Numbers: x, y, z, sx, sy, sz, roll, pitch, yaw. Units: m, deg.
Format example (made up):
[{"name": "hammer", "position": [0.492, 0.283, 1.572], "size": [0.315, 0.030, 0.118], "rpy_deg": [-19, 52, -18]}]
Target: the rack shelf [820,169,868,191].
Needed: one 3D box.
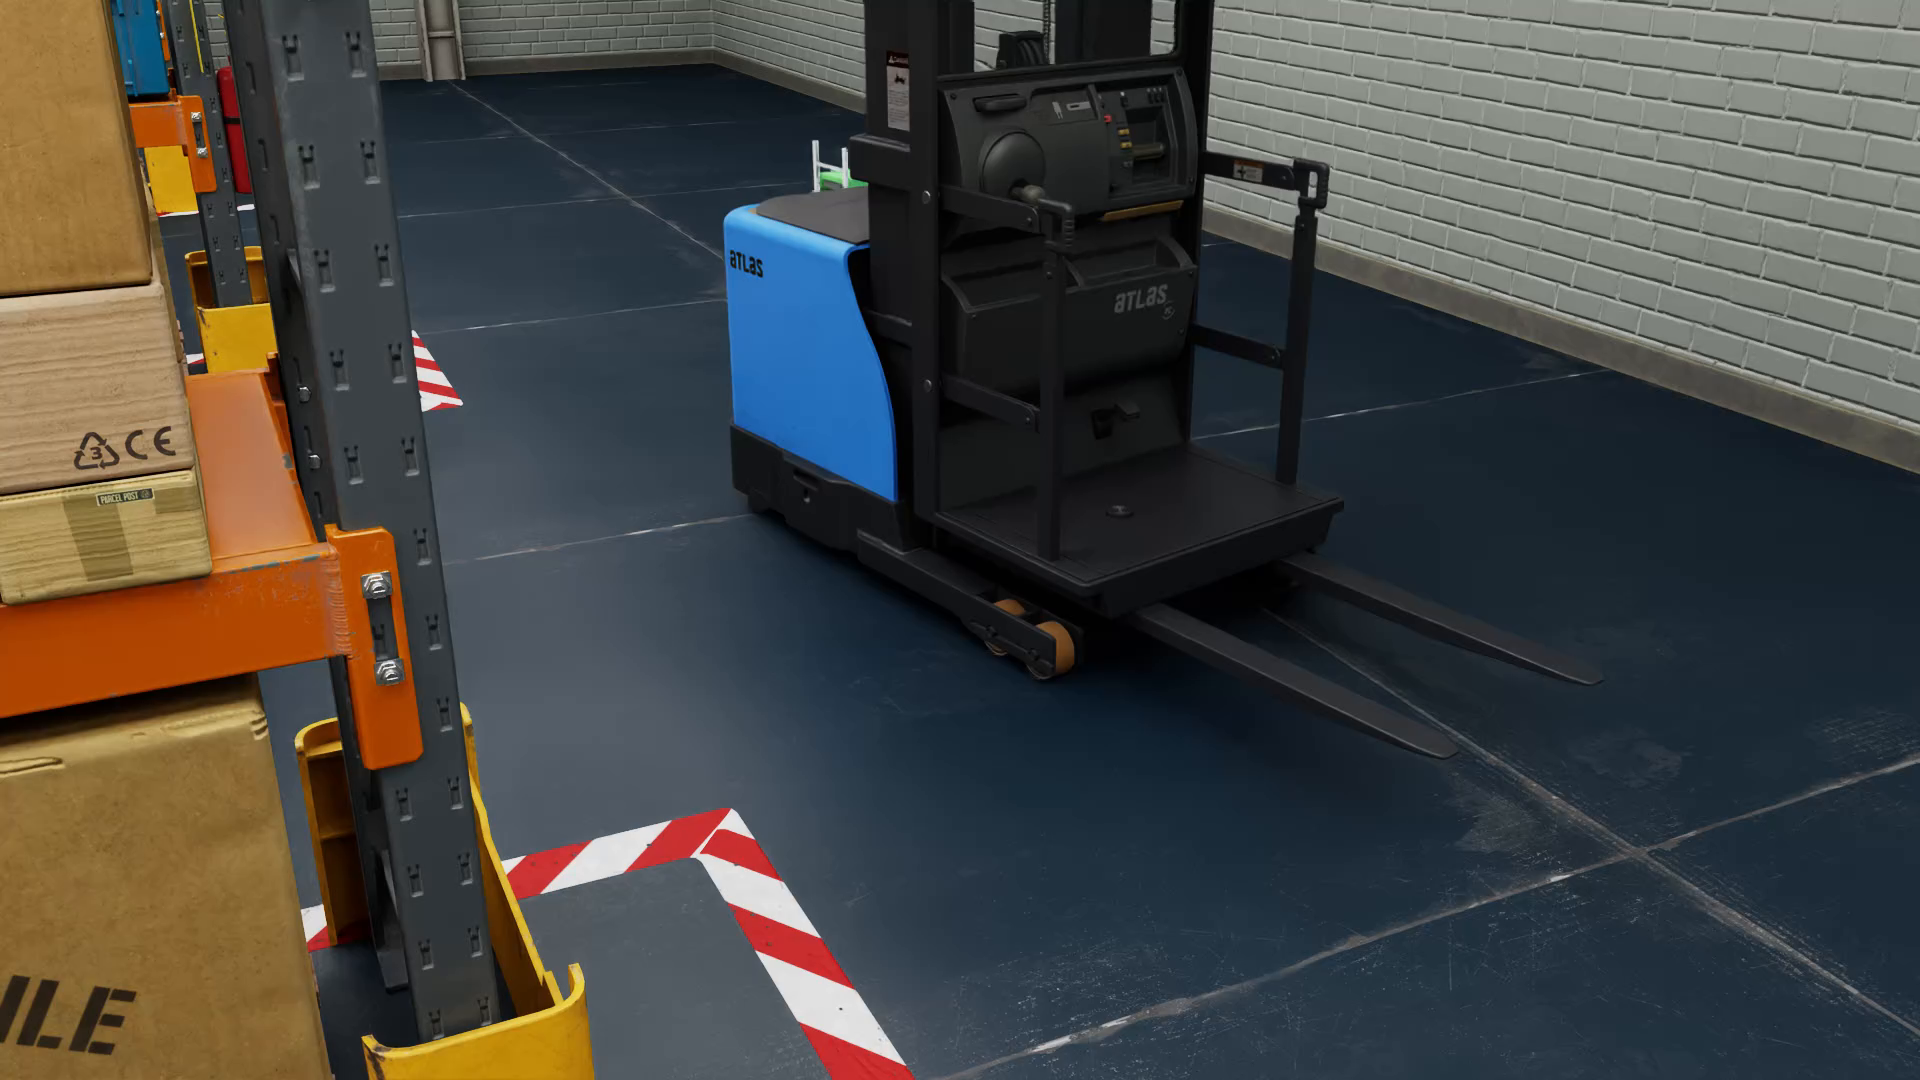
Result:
[{"name": "rack shelf", "position": [-0.276, -1.340, 6.325], "size": [0.480, 0.148, 0.258], "rpy_deg": [-14, 26, -31]}]

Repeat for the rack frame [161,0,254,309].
[{"name": "rack frame", "position": [-3.165, -2.062, 6.808], "size": [0.127, 3.000, 1.000], "rpy_deg": [-10, 25, -24]}]

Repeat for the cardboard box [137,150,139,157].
[{"name": "cardboard box", "position": [-5.836, -2.704, 11.513], "size": [0.250, 0.149, 0.380], "rpy_deg": [-10, 25, -24]}]

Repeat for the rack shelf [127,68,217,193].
[{"name": "rack shelf", "position": [-4.967, -1.397, 6.145], "size": [4.000, 0.370, 1.077], "rpy_deg": [-10, 25, -24]}]

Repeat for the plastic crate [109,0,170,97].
[{"name": "plastic crate", "position": [-3.385, -1.986, 6.501], "size": [0.499, 0.435, 0.616], "rpy_deg": [-10, 25, -24]}]

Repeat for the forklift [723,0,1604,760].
[{"name": "forklift", "position": [0.474, -1.168, 4.739], "size": [1.130, 2.935, 3.031], "rpy_deg": [-17, 28, -35]}]

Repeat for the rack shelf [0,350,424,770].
[{"name": "rack shelf", "position": [-2.819, 0.309, 2.021], "size": [4.000, 0.370, 1.077], "rpy_deg": [-10, 25, -24]}]

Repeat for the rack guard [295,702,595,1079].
[{"name": "rack guard", "position": [-0.995, 0.796, 3.173], "size": [0.348, 0.500, 1.175], "rpy_deg": [-10, 25, -24]}]

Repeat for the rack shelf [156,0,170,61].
[{"name": "rack shelf", "position": [-7.112, -3.105, 10.270], "size": [4.000, 0.370, 1.077], "rpy_deg": [-10, 25, -24]}]

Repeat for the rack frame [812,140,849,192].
[{"name": "rack frame", "position": [-0.474, -0.901, 6.352], "size": [0.015, 1.200, 0.240], "rpy_deg": [-14, 26, -31]}]

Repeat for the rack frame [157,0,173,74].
[{"name": "rack frame", "position": [-5.309, -3.769, 10.934], "size": [0.127, 3.000, 1.000], "rpy_deg": [-10, 25, -24]}]

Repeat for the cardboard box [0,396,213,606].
[{"name": "cardboard box", "position": [-1.194, -0.066, 2.316], "size": [0.250, 0.149, 0.380], "rpy_deg": [-10, 24, -23]}]

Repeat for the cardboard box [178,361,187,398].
[{"name": "cardboard box", "position": [-1.479, -0.293, 2.865], "size": [0.250, 0.149, 0.380], "rpy_deg": [-10, 25, -23]}]

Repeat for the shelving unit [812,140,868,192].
[{"name": "shelving unit", "position": [-0.272, -0.954, 6.479], "size": [0.503, 1.200, 0.258], "rpy_deg": [-14, 26, -31]}]

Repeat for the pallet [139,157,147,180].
[{"name": "pallet", "position": [-6.096, -2.336, 11.117], "size": [1.213, 0.211, 1.003], "rpy_deg": [-10, 25, -24]}]

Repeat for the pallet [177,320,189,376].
[{"name": "pallet", "position": [-3.924, -0.650, 7.044], "size": [1.213, 0.211, 1.003], "rpy_deg": [-10, 25, -24]}]

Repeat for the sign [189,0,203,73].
[{"name": "sign", "position": [-2.911, -1.950, 6.326], "size": [0.005, 0.325, 0.100], "rpy_deg": [-10, 25, -24]}]

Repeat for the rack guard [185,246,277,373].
[{"name": "rack guard", "position": [-3.149, -0.915, 7.307], "size": [0.348, 0.500, 1.175], "rpy_deg": [-10, 25, -24]}]

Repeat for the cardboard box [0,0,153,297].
[{"name": "cardboard box", "position": [-1.341, -0.598, 2.099], "size": [0.500, 0.500, 0.500], "rpy_deg": [-10, 25, -23]}]

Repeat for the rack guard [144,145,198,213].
[{"name": "rack guard", "position": [-5.378, -2.602, 11.382], "size": [0.348, 0.500, 1.175], "rpy_deg": [-10, 25, -24]}]

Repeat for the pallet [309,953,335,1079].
[{"name": "pallet", "position": [-1.703, 1.093, 2.833], "size": [1.213, 0.211, 1.003], "rpy_deg": [-10, 25, -24]}]

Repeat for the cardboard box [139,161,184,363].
[{"name": "cardboard box", "position": [-1.566, -0.436, 2.689], "size": [0.500, 0.250, 0.500], "rpy_deg": [-11, 25, -25]}]

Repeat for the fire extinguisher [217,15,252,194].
[{"name": "fire extinguisher", "position": [-2.832, -1.722, 6.577], "size": [0.183, 0.674, 0.296], "rpy_deg": [-10, 25, -24]}]

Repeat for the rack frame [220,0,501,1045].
[{"name": "rack frame", "position": [-1.016, -0.355, 2.685], "size": [0.127, 3.000, 1.000], "rpy_deg": [-10, 25, -24]}]

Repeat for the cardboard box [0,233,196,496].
[{"name": "cardboard box", "position": [-1.338, -0.251, 2.242], "size": [0.500, 0.250, 0.500], "rpy_deg": [-11, 25, -24]}]

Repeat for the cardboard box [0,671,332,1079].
[{"name": "cardboard box", "position": [-1.558, 0.567, 2.688], "size": [0.875, 0.875, 0.875], "rpy_deg": [-10, 25, -24]}]

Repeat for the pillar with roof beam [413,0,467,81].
[{"name": "pillar with roof beam", "position": [-3.536, -7.510, 12.127], "size": [0.400, 9.000, 9.100], "rpy_deg": [-10, 25, -24]}]
